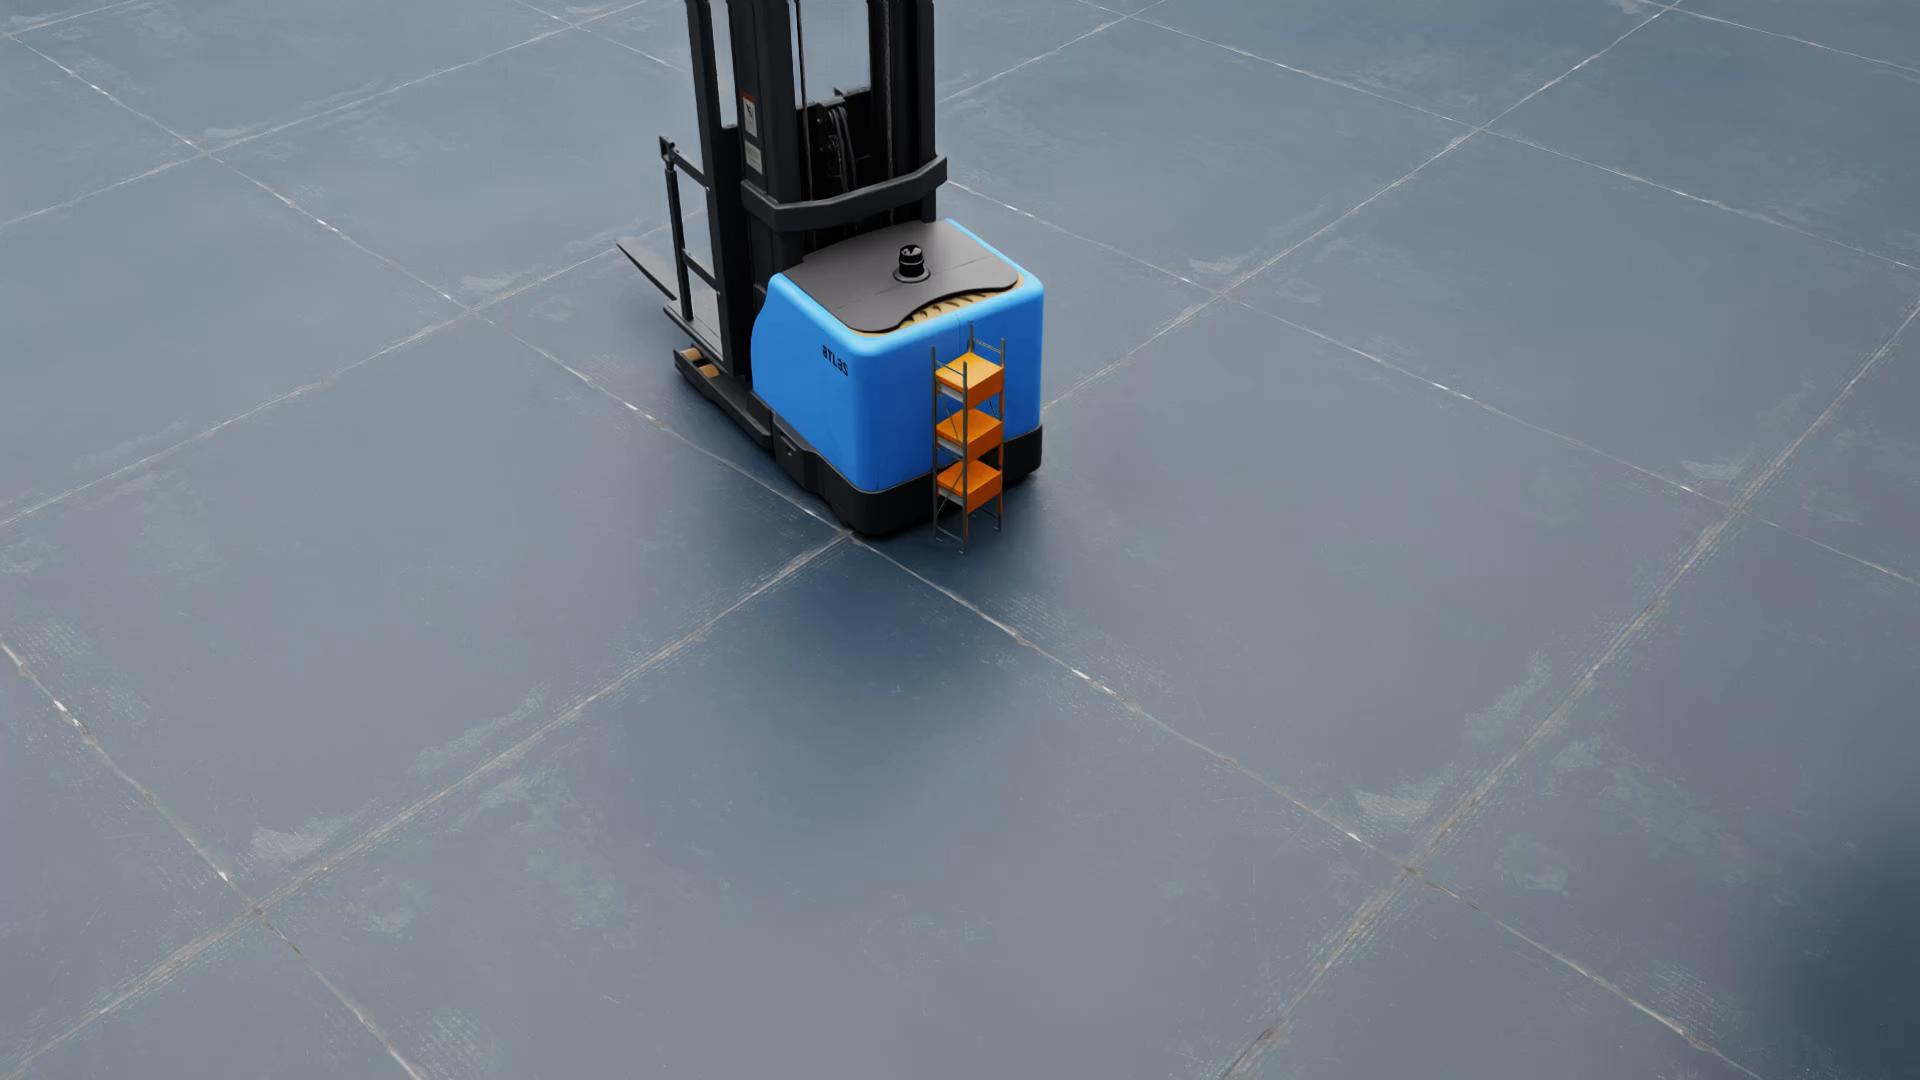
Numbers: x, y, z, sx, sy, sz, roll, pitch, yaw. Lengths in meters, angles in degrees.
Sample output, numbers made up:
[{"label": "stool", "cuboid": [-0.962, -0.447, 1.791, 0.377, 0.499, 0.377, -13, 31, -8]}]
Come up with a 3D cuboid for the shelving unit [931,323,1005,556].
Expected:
[{"label": "shelving unit", "cuboid": [0.036, -0.435, 7.454, 0.215, 1.050, 0.252, 30, 47, 32]}]

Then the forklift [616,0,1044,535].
[{"label": "forklift", "cuboid": [-0.851, -2.050, 7.974, 1.130, 2.935, 3.031, -23, 44, -26]}]

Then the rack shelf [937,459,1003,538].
[{"label": "rack shelf", "cuboid": [0.036, -0.210, 7.634, 0.215, 0.259, 0.240, 30, 47, 32]}]

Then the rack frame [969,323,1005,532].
[{"label": "rack frame", "cuboid": [0.118, -0.492, 7.525, 0.200, 1.050, 0.008, 30, 47, 32]}]

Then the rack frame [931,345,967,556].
[{"label": "rack frame", "cuboid": [-0.046, -0.379, 7.384, 0.200, 1.050, 0.008, 30, 47, 32]}]

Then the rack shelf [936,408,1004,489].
[{"label": "rack shelf", "cuboid": [0.036, -0.427, 7.461, 0.215, 0.259, 0.240, 30, 47, 32]}]

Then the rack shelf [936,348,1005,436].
[{"label": "rack shelf", "cuboid": [0.036, -0.649, 7.284, 0.215, 0.259, 0.240, 30, 47, 32]}]
